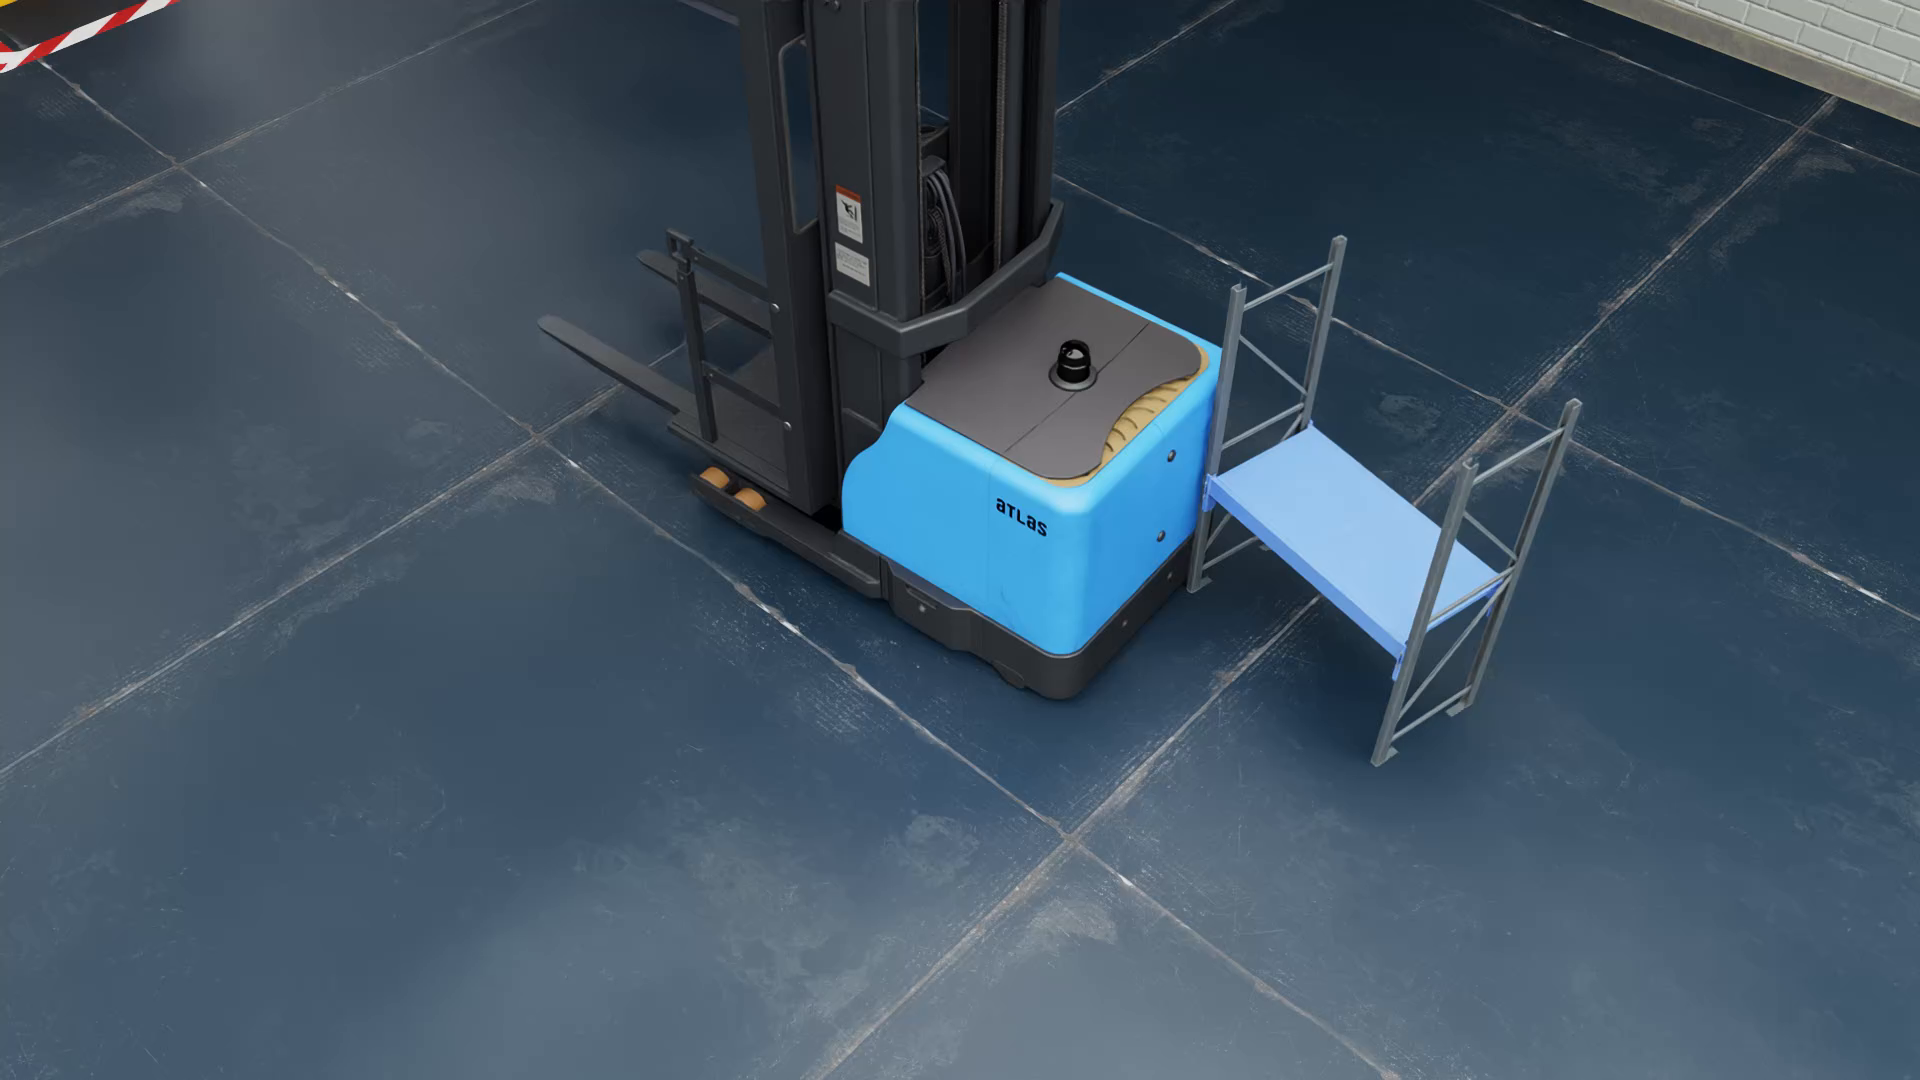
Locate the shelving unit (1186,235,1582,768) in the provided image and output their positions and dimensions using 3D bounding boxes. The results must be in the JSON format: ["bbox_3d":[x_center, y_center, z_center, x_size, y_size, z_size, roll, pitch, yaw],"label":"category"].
[{"bbox_3d":[1.398,-0.111,5.826,0.538,1.500,1.048,-27,53,-23],"label":"shelving unit"}]

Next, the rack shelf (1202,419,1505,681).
[{"bbox_3d":[1.398,0.012,5.957,0.538,0.185,1.000,-27,53,-23],"label":"rack shelf"}]

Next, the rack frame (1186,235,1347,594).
[{"bbox_3d":[1.105,-0.414,6.110,0.500,1.500,0.032,-27,53,-23],"label":"rack frame"}]

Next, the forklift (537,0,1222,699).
[{"bbox_3d":[-0.482,-1.323,5.982,3.031,2.935,1.130,30,54,25],"label":"forklift"}]

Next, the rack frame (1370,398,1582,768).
[{"bbox_3d":[1.692,0.192,5.541,0.500,1.500,0.032,-27,53,-23],"label":"rack frame"}]
